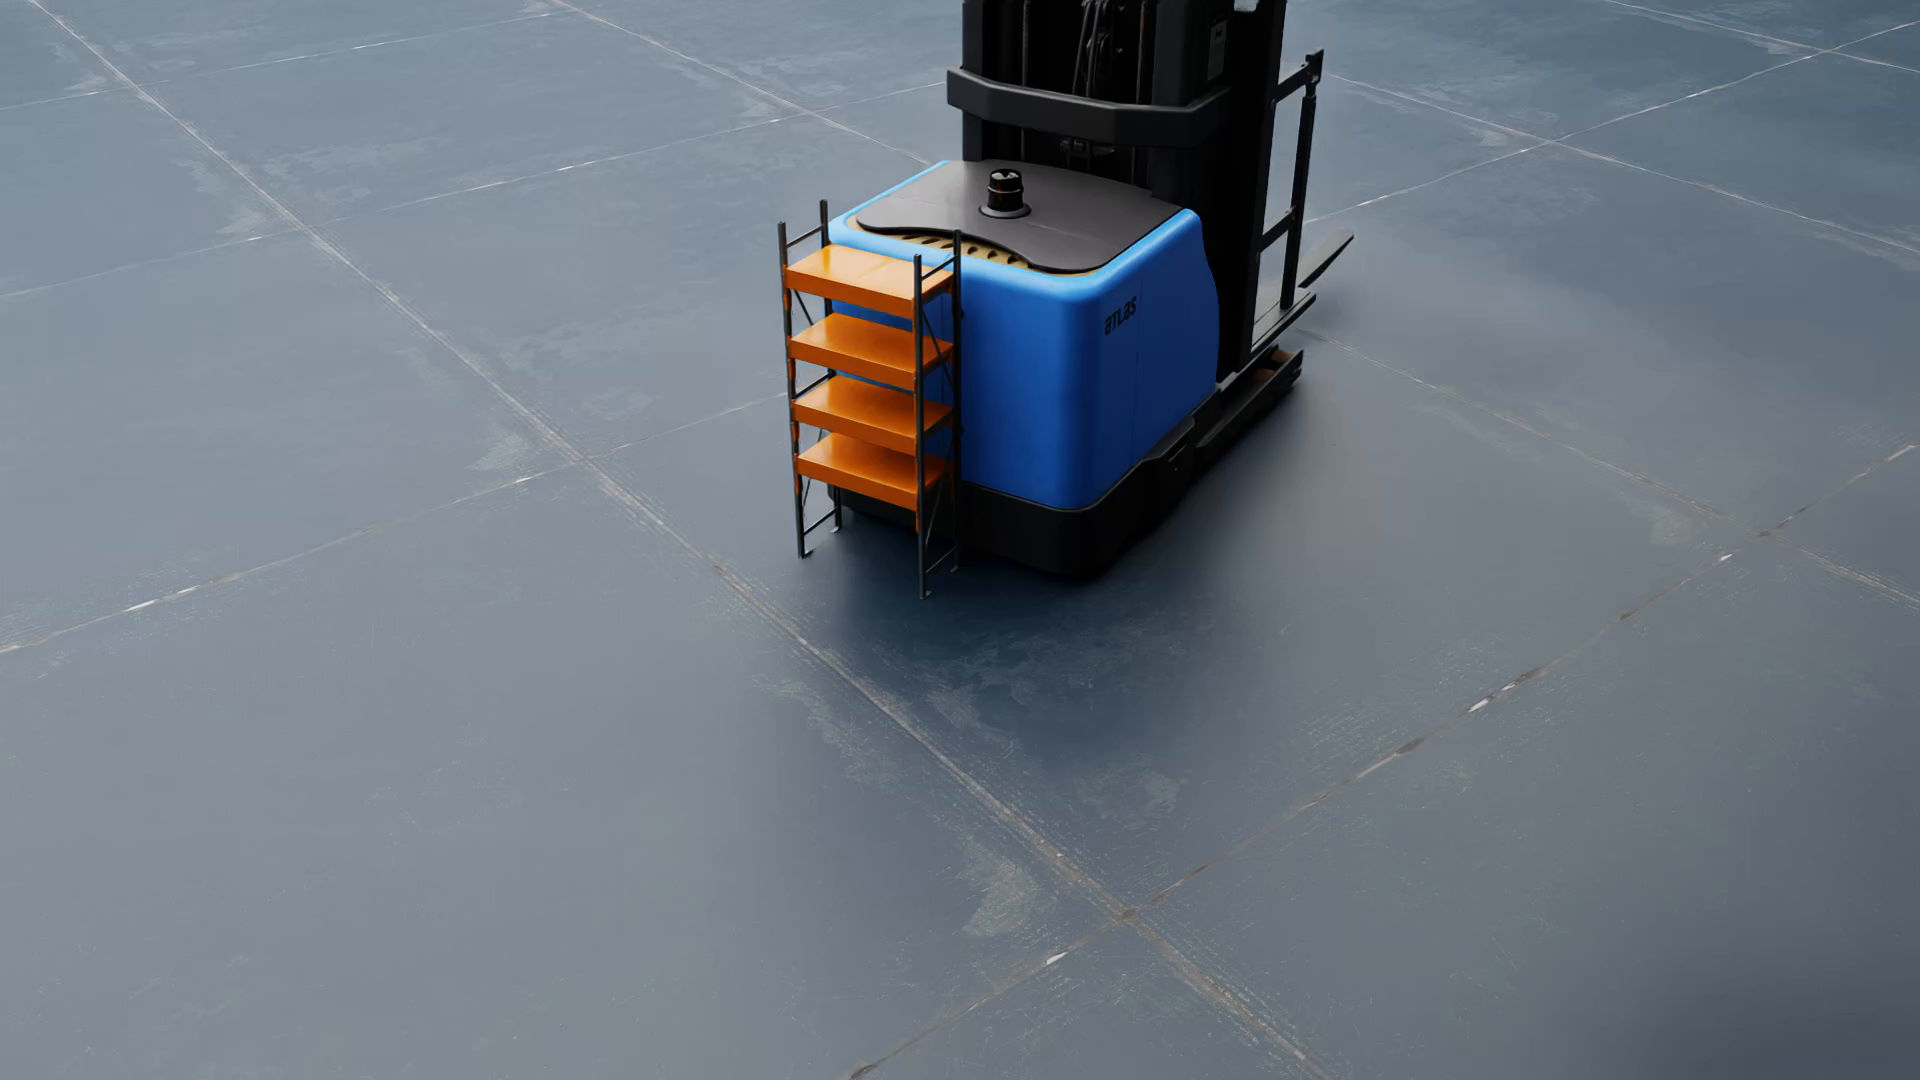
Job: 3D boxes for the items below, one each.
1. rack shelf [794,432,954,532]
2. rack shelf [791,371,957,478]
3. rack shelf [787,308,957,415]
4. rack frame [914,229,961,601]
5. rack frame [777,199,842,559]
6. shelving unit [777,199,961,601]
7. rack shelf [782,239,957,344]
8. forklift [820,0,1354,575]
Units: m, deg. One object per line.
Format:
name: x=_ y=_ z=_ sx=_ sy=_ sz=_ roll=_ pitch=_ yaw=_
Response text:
rack shelf: x=-0.273 y=-0.208 z=5.451 sx=0.480 sy=0.148 sz=0.258 roll=18 pitch=36 yaw=26
rack shelf: x=-0.273 y=-0.376 z=5.345 sx=0.480 sy=0.148 sz=0.258 roll=18 pitch=36 yaw=26
rack shelf: x=-0.274 y=-0.566 z=5.227 sx=0.480 sy=0.148 sz=0.258 roll=18 pitch=36 yaw=26
rack frame: x=-0.065 y=-0.366 z=5.202 sx=0.015 sy=1.200 sz=0.240 roll=18 pitch=36 yaw=26
rack frame: x=-0.482 y=-0.500 z=5.418 sx=0.015 sy=1.200 sz=0.240 roll=18 pitch=36 yaw=26
shelving unit: x=-0.273 y=-0.433 z=5.310 sx=0.503 sy=1.200 sz=0.258 roll=18 pitch=36 yaw=26
rack shelf: x=-0.274 y=-0.767 z=5.102 sx=0.480 sy=0.148 sz=0.258 roll=18 pitch=36 yaw=26
forklift: x=0.726 y=-1.875 z=5.991 sx=1.130 sy=2.935 sz=3.031 roll=18 pitch=36 yaw=26
